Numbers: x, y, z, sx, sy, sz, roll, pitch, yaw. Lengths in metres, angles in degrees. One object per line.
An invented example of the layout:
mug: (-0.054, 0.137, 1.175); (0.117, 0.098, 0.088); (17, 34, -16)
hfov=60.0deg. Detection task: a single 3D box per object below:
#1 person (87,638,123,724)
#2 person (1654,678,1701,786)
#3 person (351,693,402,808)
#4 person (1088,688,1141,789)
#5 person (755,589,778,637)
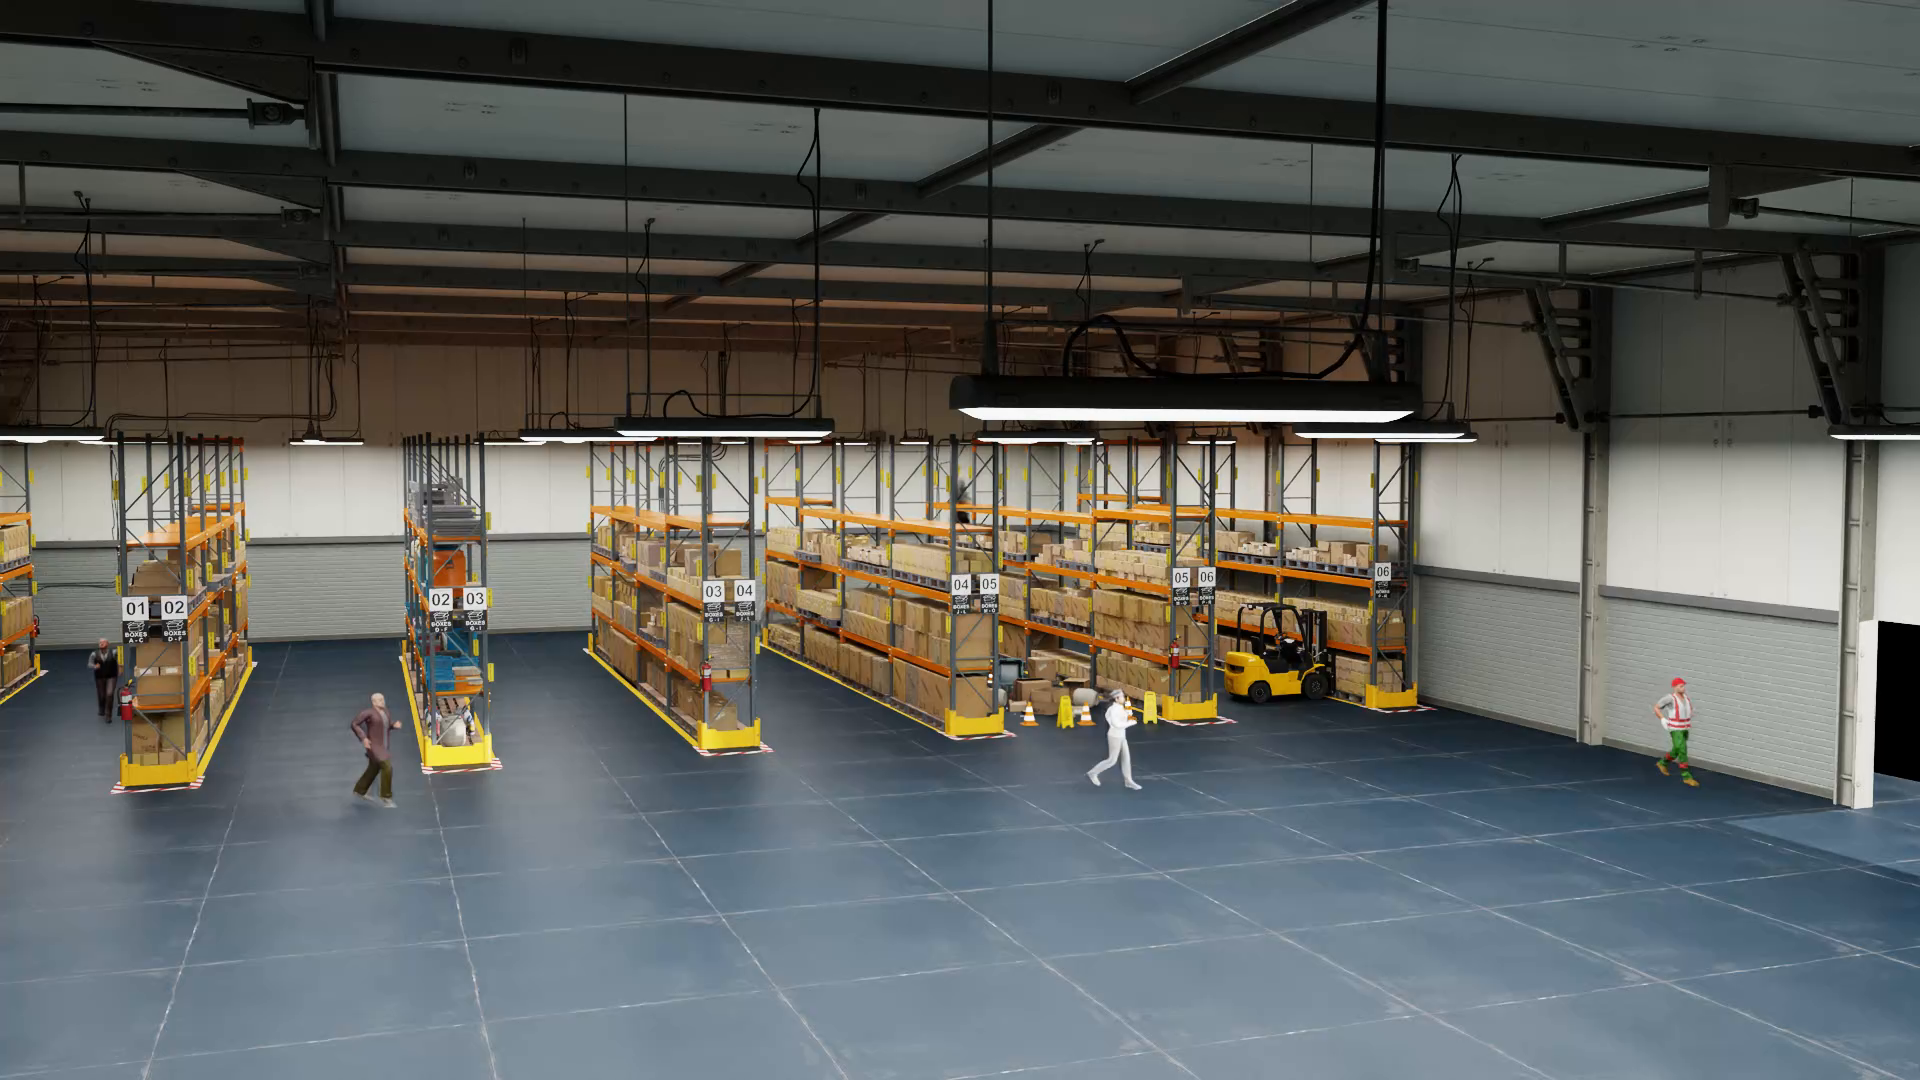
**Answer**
person: (-17.924, 2.926, 34.904); (0.665, 1.754, 0.954); (-1, 3, -20)
person: (12.228, 3.228, 28.301); (0.649, 1.772, 1.004); (-2, 4, -26)
person: (-9.350, 3.367, 26.642); (0.864, 1.854, 0.668); (1, 3, 10)
person: (2.590, 3.311, 27.799); (0.899, 1.687, 0.631); (1, 3, 15)
person: (-5.630, 2.002, 49.168); (0.896, 1.781, 0.723); (-2, 4, -35)
